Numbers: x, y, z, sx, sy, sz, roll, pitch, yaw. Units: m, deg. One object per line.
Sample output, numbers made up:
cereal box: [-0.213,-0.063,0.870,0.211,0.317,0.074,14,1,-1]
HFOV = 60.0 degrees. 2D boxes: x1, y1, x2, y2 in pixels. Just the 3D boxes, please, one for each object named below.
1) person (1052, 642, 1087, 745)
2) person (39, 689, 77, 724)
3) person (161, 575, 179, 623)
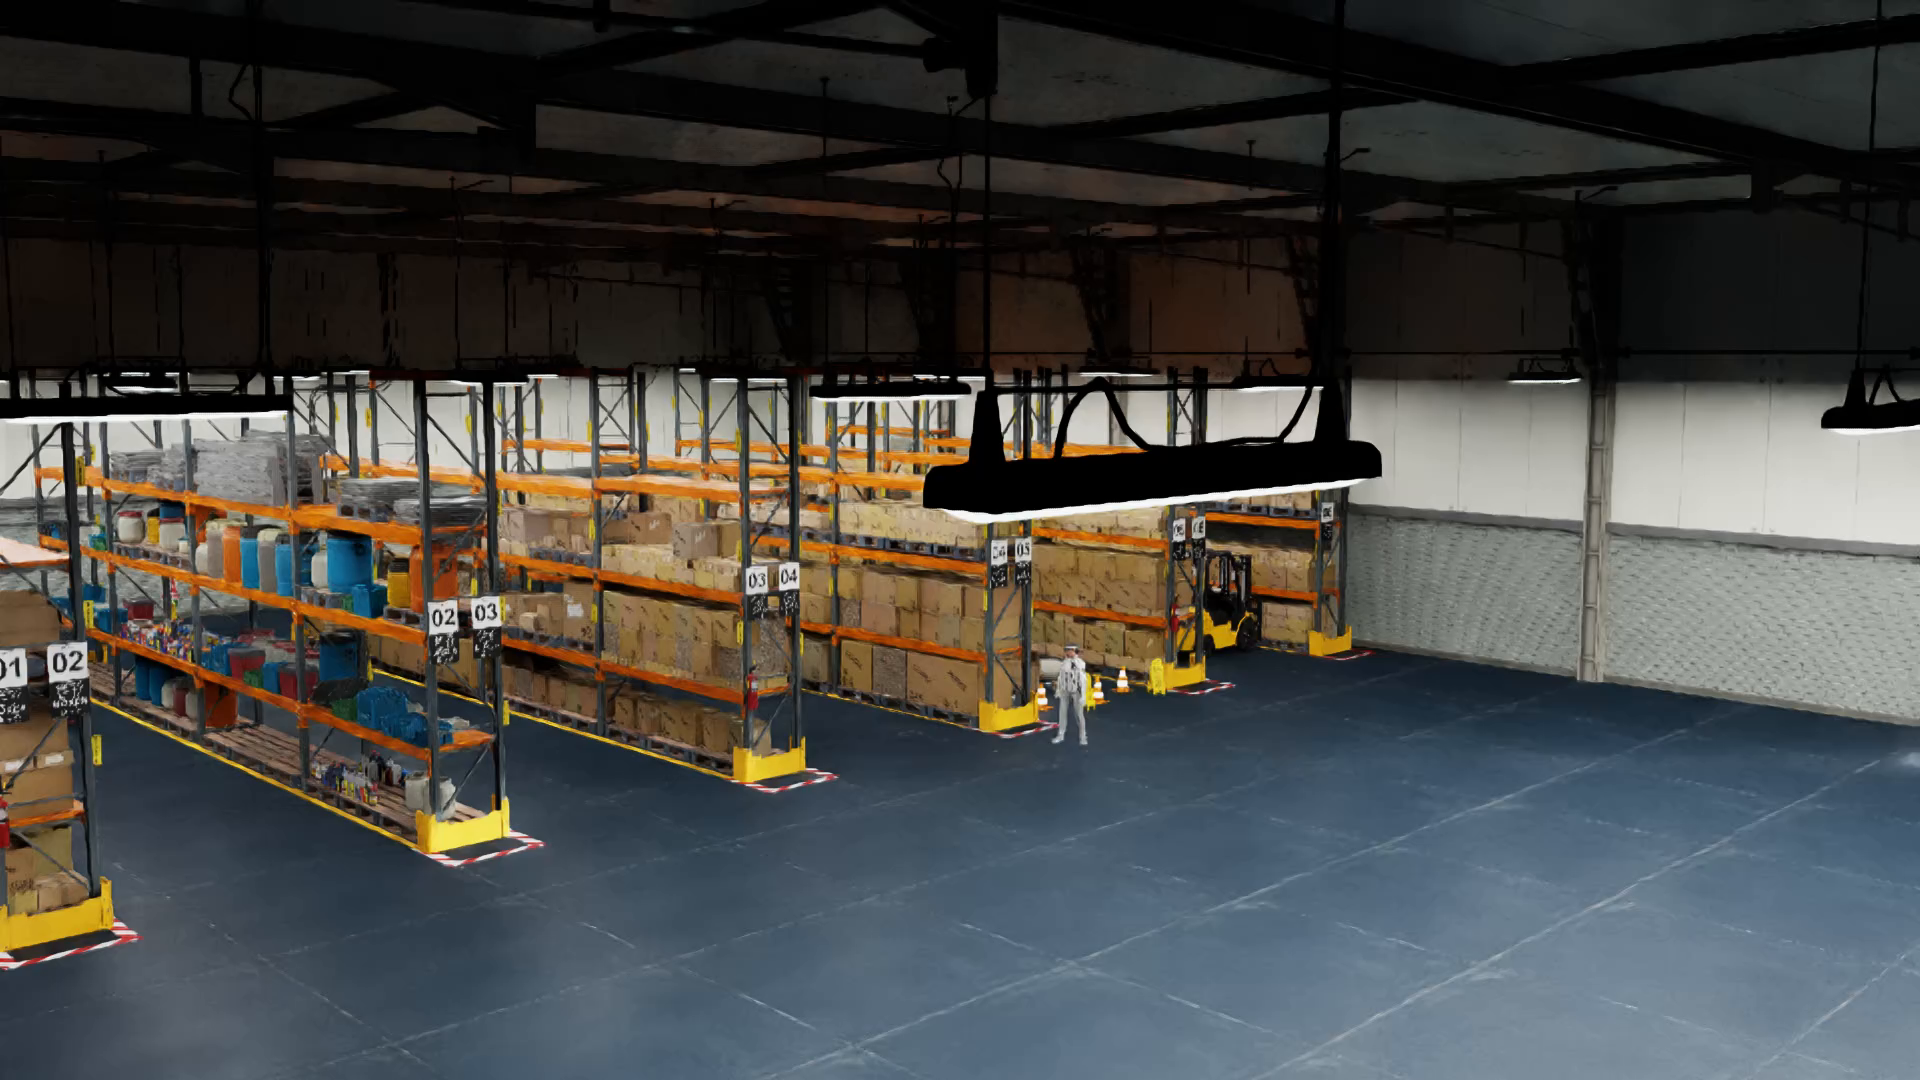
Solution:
person: [1.761,2.457,26.852,0.657,1.675,0.487,6,9,42]
person: [-15.481,2.354,28.327,0.479,1.553,1.090,-6,9,-42]
person: [-17.409,1.319,36.487,0.460,1.780,0.704,-1,7,-11]
